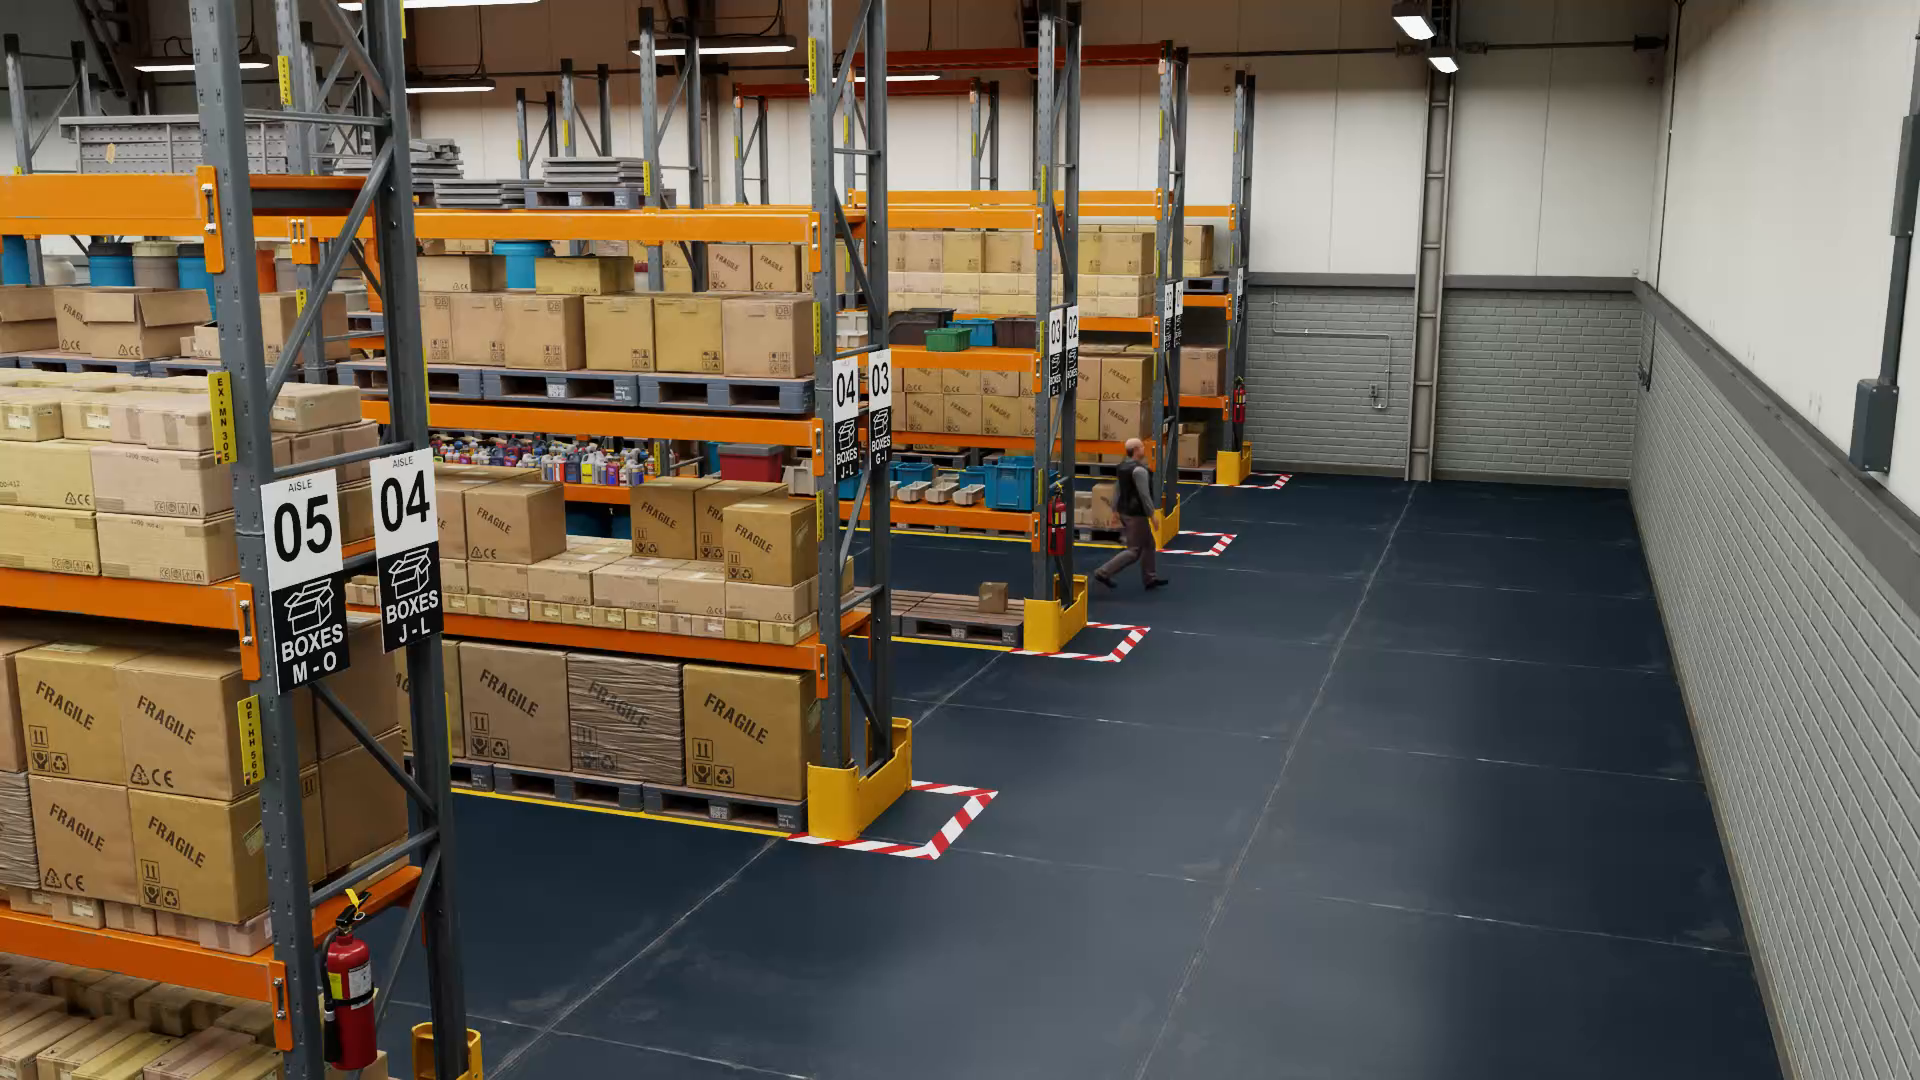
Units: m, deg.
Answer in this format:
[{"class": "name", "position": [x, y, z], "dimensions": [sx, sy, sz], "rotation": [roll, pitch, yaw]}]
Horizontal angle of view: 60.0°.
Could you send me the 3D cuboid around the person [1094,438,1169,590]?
[{"class": "person", "position": [1.875, -0.258, 17.909], "dimensions": [0.963, 1.686, 0.561], "rotation": [-4, 12, -18]}]
